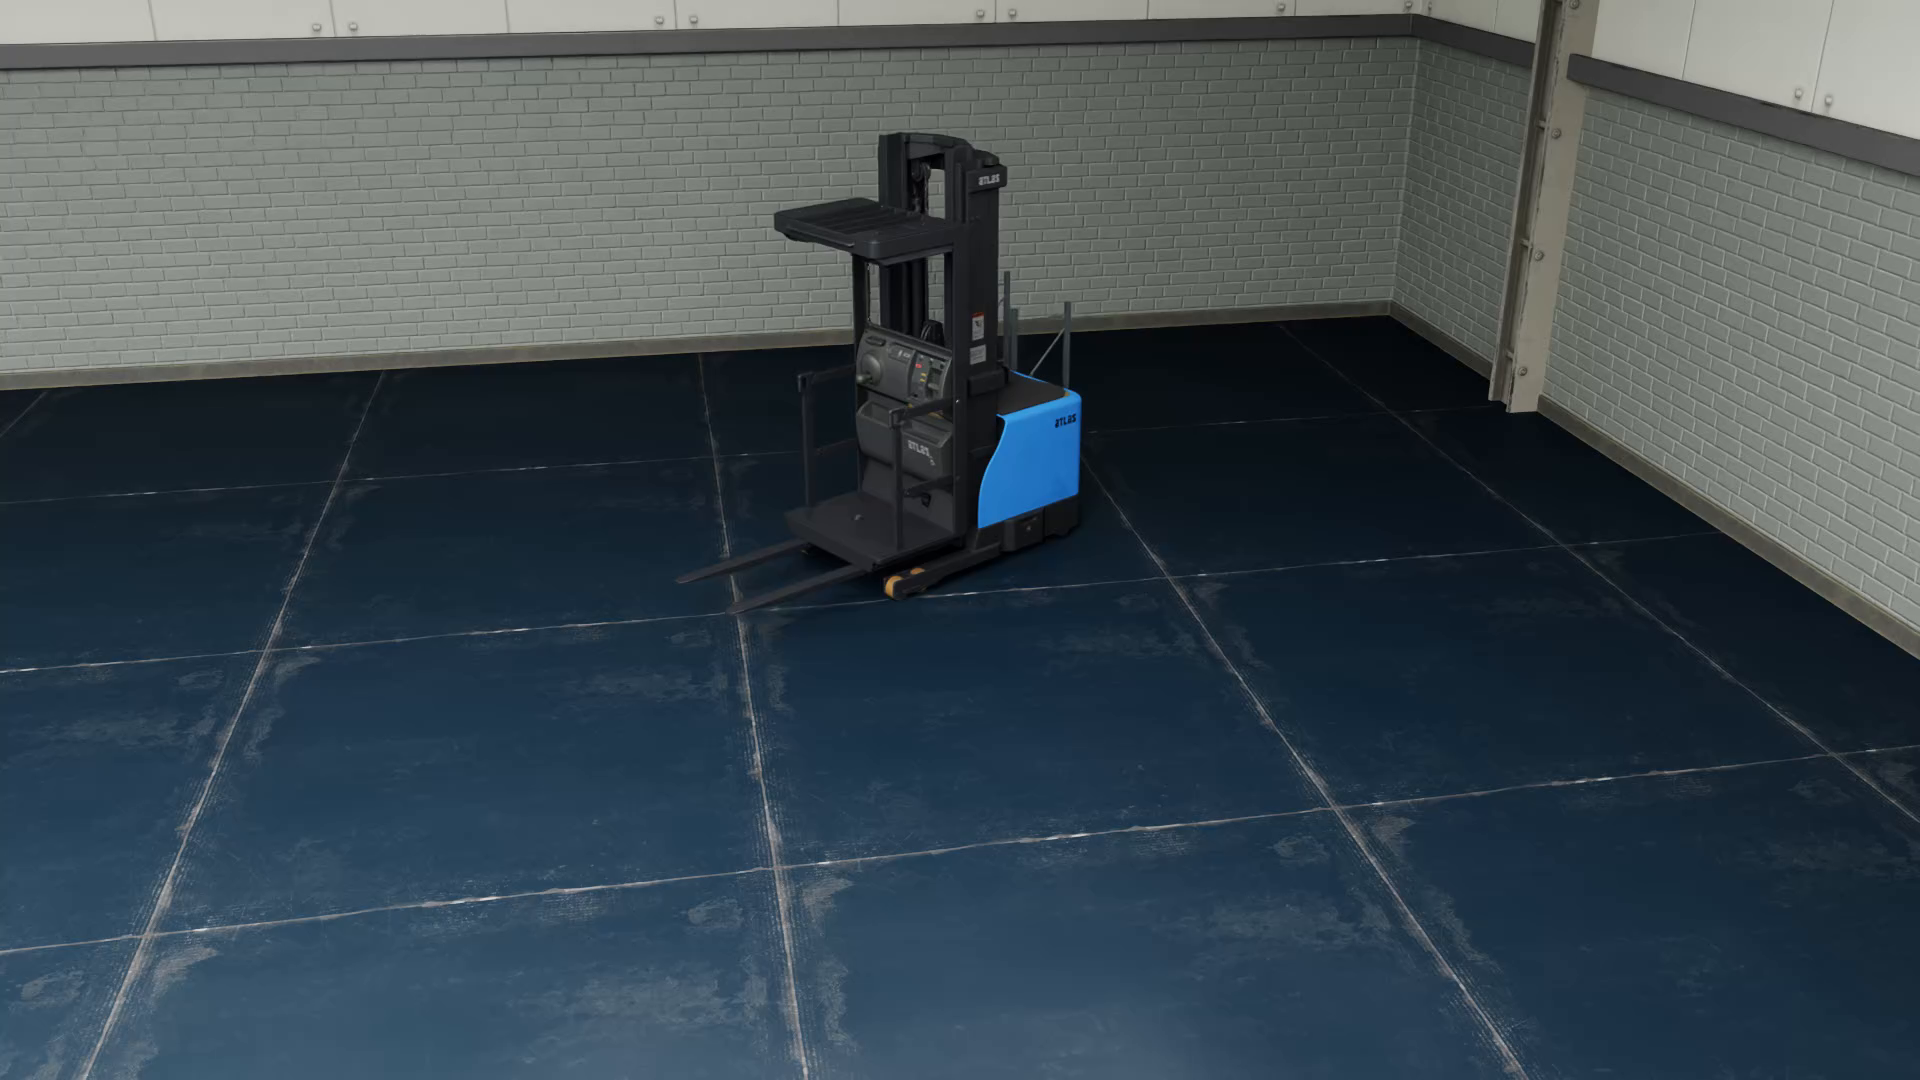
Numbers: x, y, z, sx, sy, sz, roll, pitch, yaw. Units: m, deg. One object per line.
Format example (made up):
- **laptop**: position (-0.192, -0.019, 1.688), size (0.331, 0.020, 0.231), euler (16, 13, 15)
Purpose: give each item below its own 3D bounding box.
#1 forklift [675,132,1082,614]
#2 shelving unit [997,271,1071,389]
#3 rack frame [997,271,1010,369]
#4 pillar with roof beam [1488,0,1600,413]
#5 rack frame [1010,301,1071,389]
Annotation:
- **forklift**: position (-0.543, -1.170, 11.266), size (3.031, 2.935, 1.130), euler (-19, 30, -37)
- **shelving unit**: position (0.399, -1.268, 13.279), size (0.587, 1.500, 1.083), euler (-11, 26, -23)
- **rack frame**: position (0.176, -1.454, 13.706), size (0.500, 1.500, 0.032), euler (-11, 26, -23)
- **pillar with roof beam**: position (0.783, -5.032, 12.527), size (9.100, 9.000, 0.400), euler (-4, 24, -10)
- **rack frame**: position (0.614, -1.087, 12.866), size (0.500, 1.500, 0.032), euler (-11, 26, -23)
